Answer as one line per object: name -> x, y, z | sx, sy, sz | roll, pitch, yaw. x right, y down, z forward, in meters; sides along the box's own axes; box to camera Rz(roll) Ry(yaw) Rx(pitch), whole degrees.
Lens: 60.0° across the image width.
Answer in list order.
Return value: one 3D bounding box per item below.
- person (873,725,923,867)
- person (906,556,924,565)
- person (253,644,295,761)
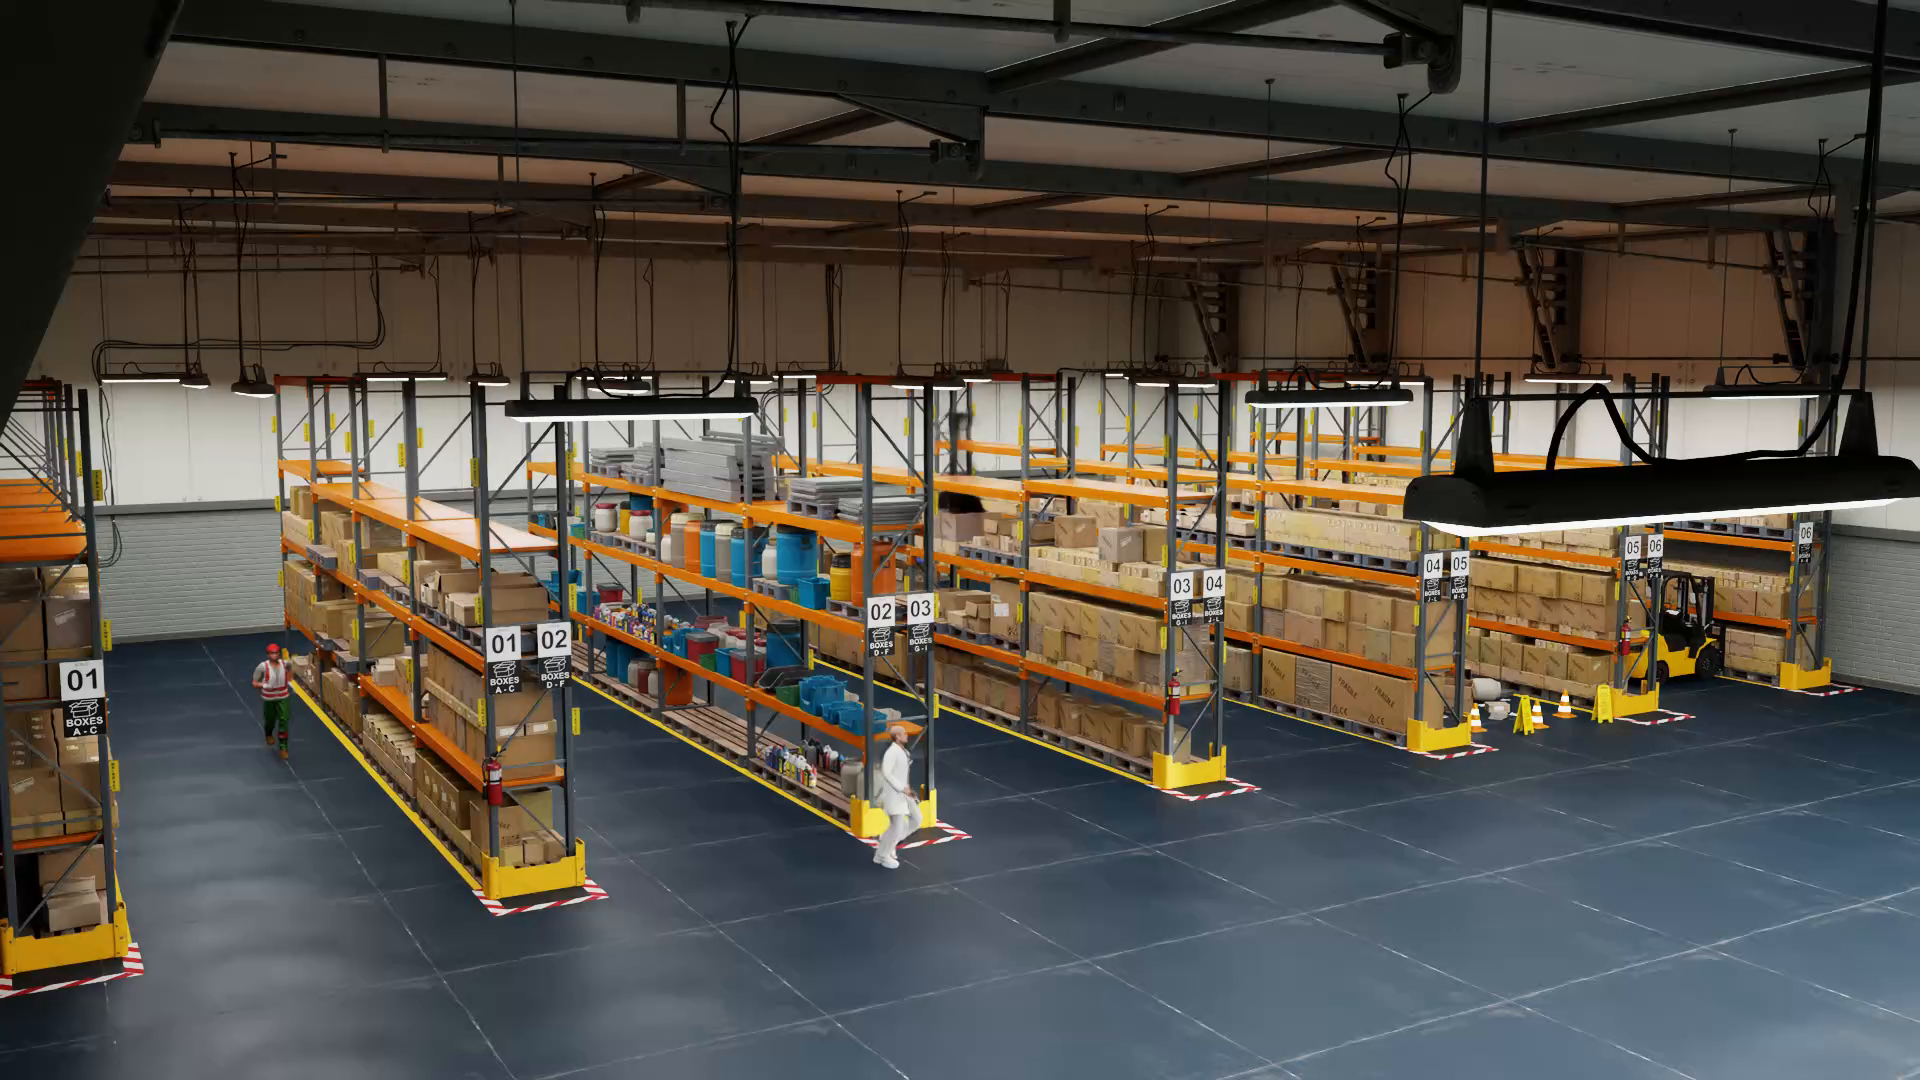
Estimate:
person -> -0.759, 3.192, 20.931 | 0.570, 1.718, 0.772 | 2, 7, 16
person -> -1.173, 0.995, 41.533 | 0.553, 1.590, 0.570 | 2, 7, 17
person -> -10.923, 2.542, 26.516 | 0.654, 1.810, 0.991 | -4, 8, -34
